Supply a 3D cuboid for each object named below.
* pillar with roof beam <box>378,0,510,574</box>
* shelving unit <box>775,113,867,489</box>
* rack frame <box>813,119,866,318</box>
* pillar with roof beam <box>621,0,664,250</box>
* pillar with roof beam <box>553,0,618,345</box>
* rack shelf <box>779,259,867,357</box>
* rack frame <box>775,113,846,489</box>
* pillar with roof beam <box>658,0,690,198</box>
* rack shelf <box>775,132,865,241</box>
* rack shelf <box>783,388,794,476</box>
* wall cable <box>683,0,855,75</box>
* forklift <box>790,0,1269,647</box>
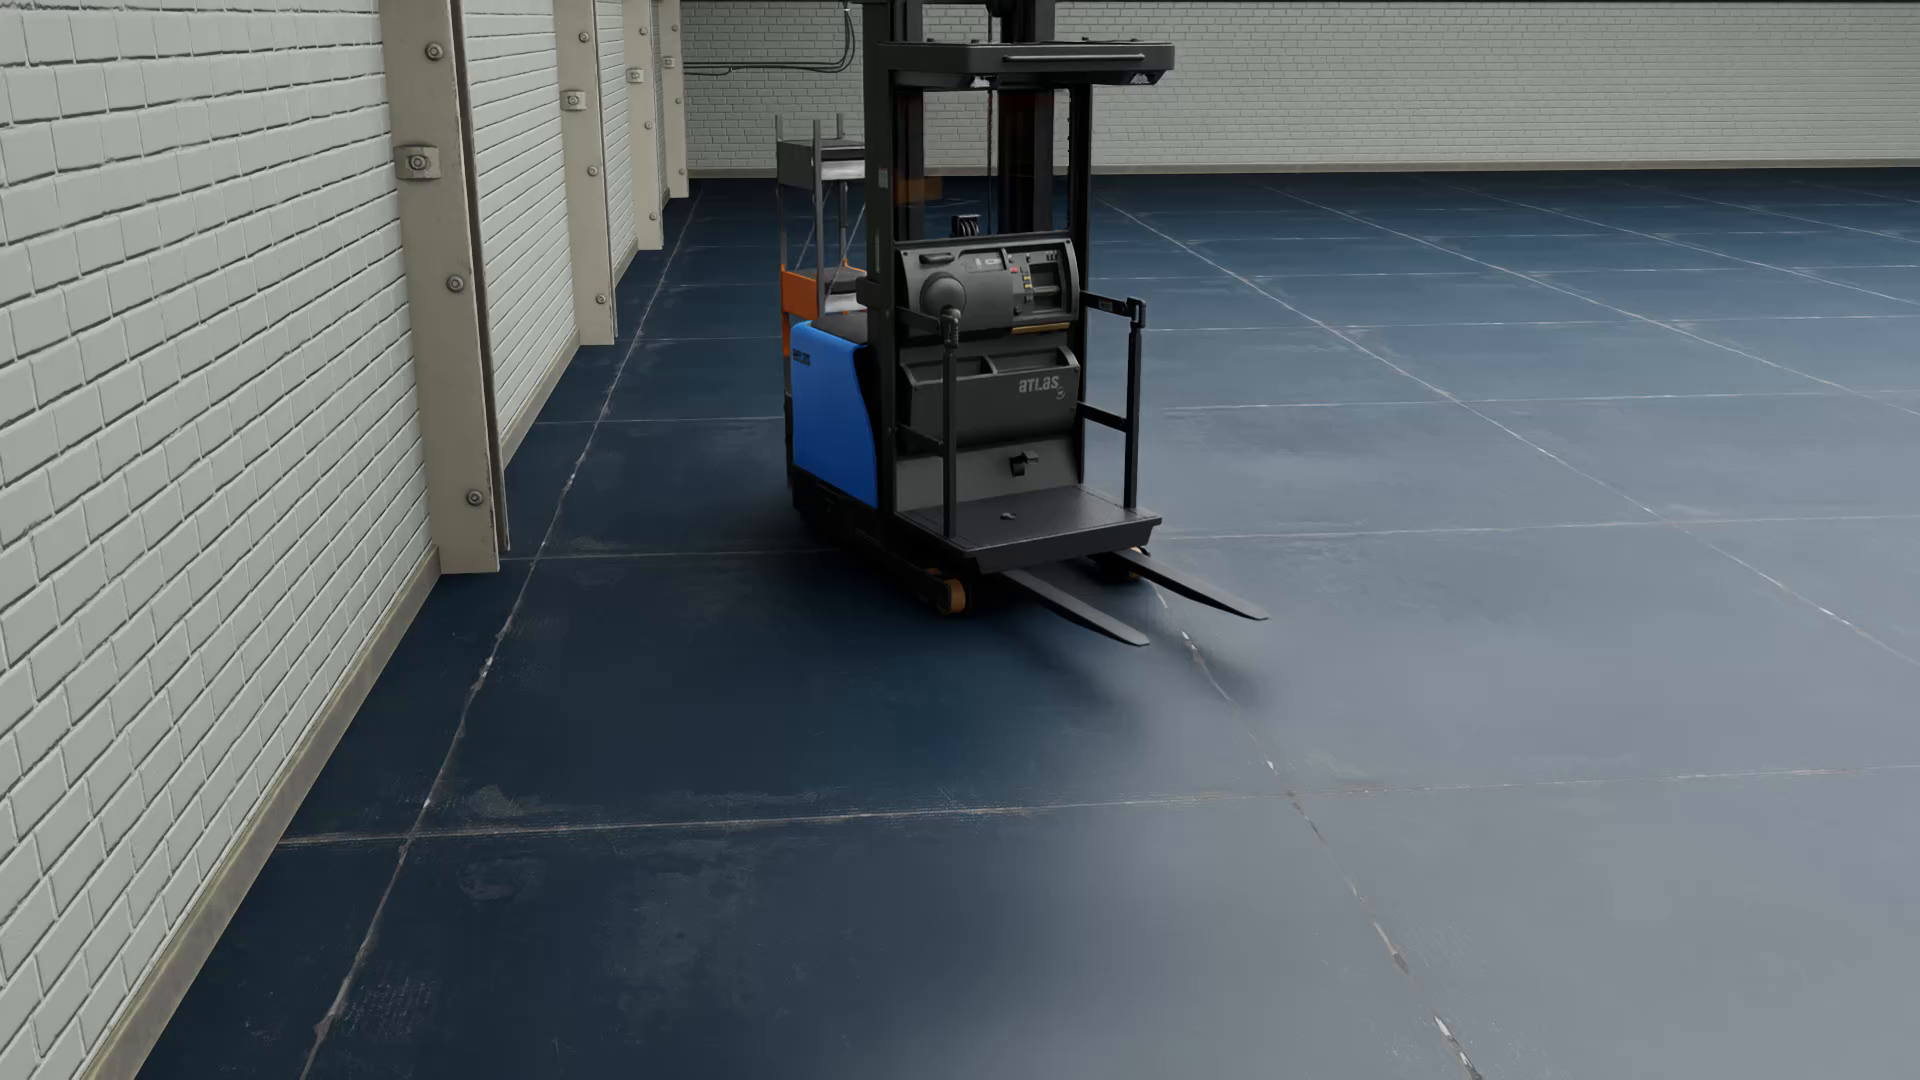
[{"bbox_3d":[1.835,-4.323,7.425,9.100,9.000,0.400,-2,18,-6],"label":"pillar with roof beam"},{"bbox_3d":[-0.702,-1.265,9.200,0.431,2.100,0.503,-10,20,-28],"label":"shelving unit"},{"bbox_3d":[-0.582,-1.201,8.997,0.400,2.100,0.015,-10,20,-28],"label":"rack frame"},{"bbox_3d":[0.598,-7.899,18.813,9.100,9.000,0.400,-2,18,-6],"label":"pillar with roof beam"},{"bbox_3d":[1.217,-6.111,13.119,9.100,9.000,0.400,-2,18,-6],"label":"pillar with roof beam"},{"bbox_3d":[-0.702,-1.252,9.204,0.431,0.518,0.480,-10,20,-28],"label":"rack shelf"},{"bbox_3d":[-0.822,-1.328,9.402,0.400,2.100,0.015,-10,20,-28],"label":"rack frame"},{"bbox_3d":[-0.021,-9.686,24.507,9.100,9.000,0.400,-2,18,-6],"label":"pillar with roof beam"},{"bbox_3d":[-0.702,-1.919,8.994,0.431,0.518,0.480,-10,20,-28],"label":"rack shelf"},{"bbox_3d":[-0.702,-0.584,9.413,0.431,0.518,0.480,-10,20,-28],"label":"rack shelf"},{"bbox_3d":[-3.292,-8.990,27.474,3.097,2.526,0.112,-2,18,-6],"label":"wall cable"},{"bbox_3d":[0.254,-1.211,7.640,1.130,2.935,3.031,-10,20,-28],"label":"forklift"}]
